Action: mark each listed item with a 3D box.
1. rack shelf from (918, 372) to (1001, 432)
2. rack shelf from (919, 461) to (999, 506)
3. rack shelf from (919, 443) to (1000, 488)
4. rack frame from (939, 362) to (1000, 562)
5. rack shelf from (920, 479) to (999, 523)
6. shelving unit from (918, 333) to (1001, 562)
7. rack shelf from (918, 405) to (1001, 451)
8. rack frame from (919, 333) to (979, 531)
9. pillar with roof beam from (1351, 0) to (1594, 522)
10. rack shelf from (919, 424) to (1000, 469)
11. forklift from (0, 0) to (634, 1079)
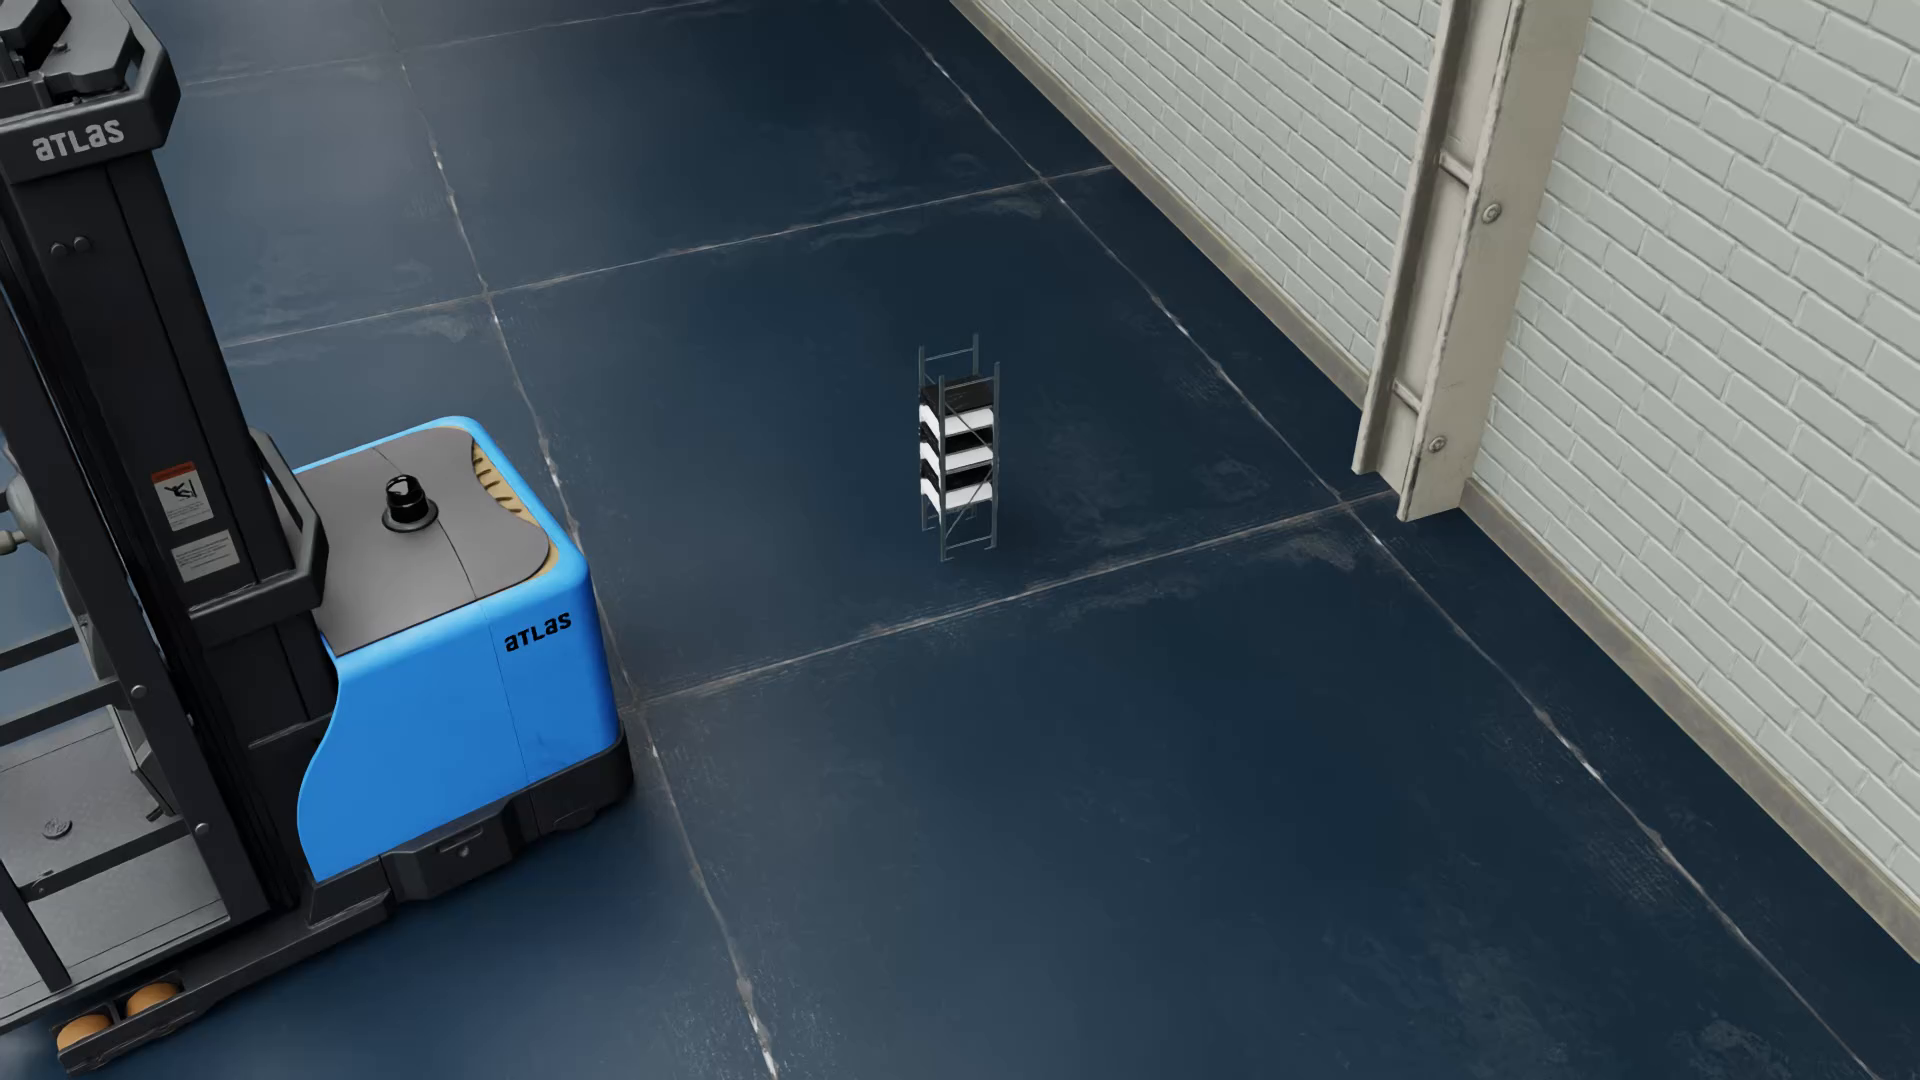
[{"bbox_3d":[-0.003,-0.526,6.308,0.258,0.077,0.200,-15,43,-17],"label":"rack shelf"},{"bbox_3d":[-0.003,-0.253,6.543,0.258,0.077,0.200,-15,43,-17],"label":"rack shelf"},{"bbox_3d":[-0.003,-0.321,6.484,0.258,0.077,0.200,-15,43,-17],"label":"rack shelf"},{"bbox_3d":[0.036,-0.285,6.391,0.240,0.900,0.006,-15,43,-17],"label":"rack frame"},{"bbox_3d":[-0.003,-0.184,6.601,0.258,0.077,0.200,-15,43,-17],"label":"rack shelf"},{"bbox_3d":[-0.003,-0.346,6.462,0.258,0.900,0.210,-15,43,-17],"label":"shelving unit"},{"bbox_3d":[-0.003,-0.457,6.367,0.258,0.077,0.200,-15,43,-17],"label":"rack shelf"},{"bbox_3d":[-0.042,-0.407,6.534,0.240,0.900,0.006,-15,43,-17],"label":"rack frame"},{"bbox_3d":[-2.090,-2.567,2.833,9.100,9.000,0.400,-15,43,-17],"label":"pillar with roof beam"},{"bbox_3d":[-0.003,-0.389,6.425,0.258,0.077,0.200,-15,43,-17],"label":"rack shelf"},{"bbox_3d":[-2.620,0.062,4.431,3.031,2.935,1.130,-24,46,-25],"label":"forklift"}]
